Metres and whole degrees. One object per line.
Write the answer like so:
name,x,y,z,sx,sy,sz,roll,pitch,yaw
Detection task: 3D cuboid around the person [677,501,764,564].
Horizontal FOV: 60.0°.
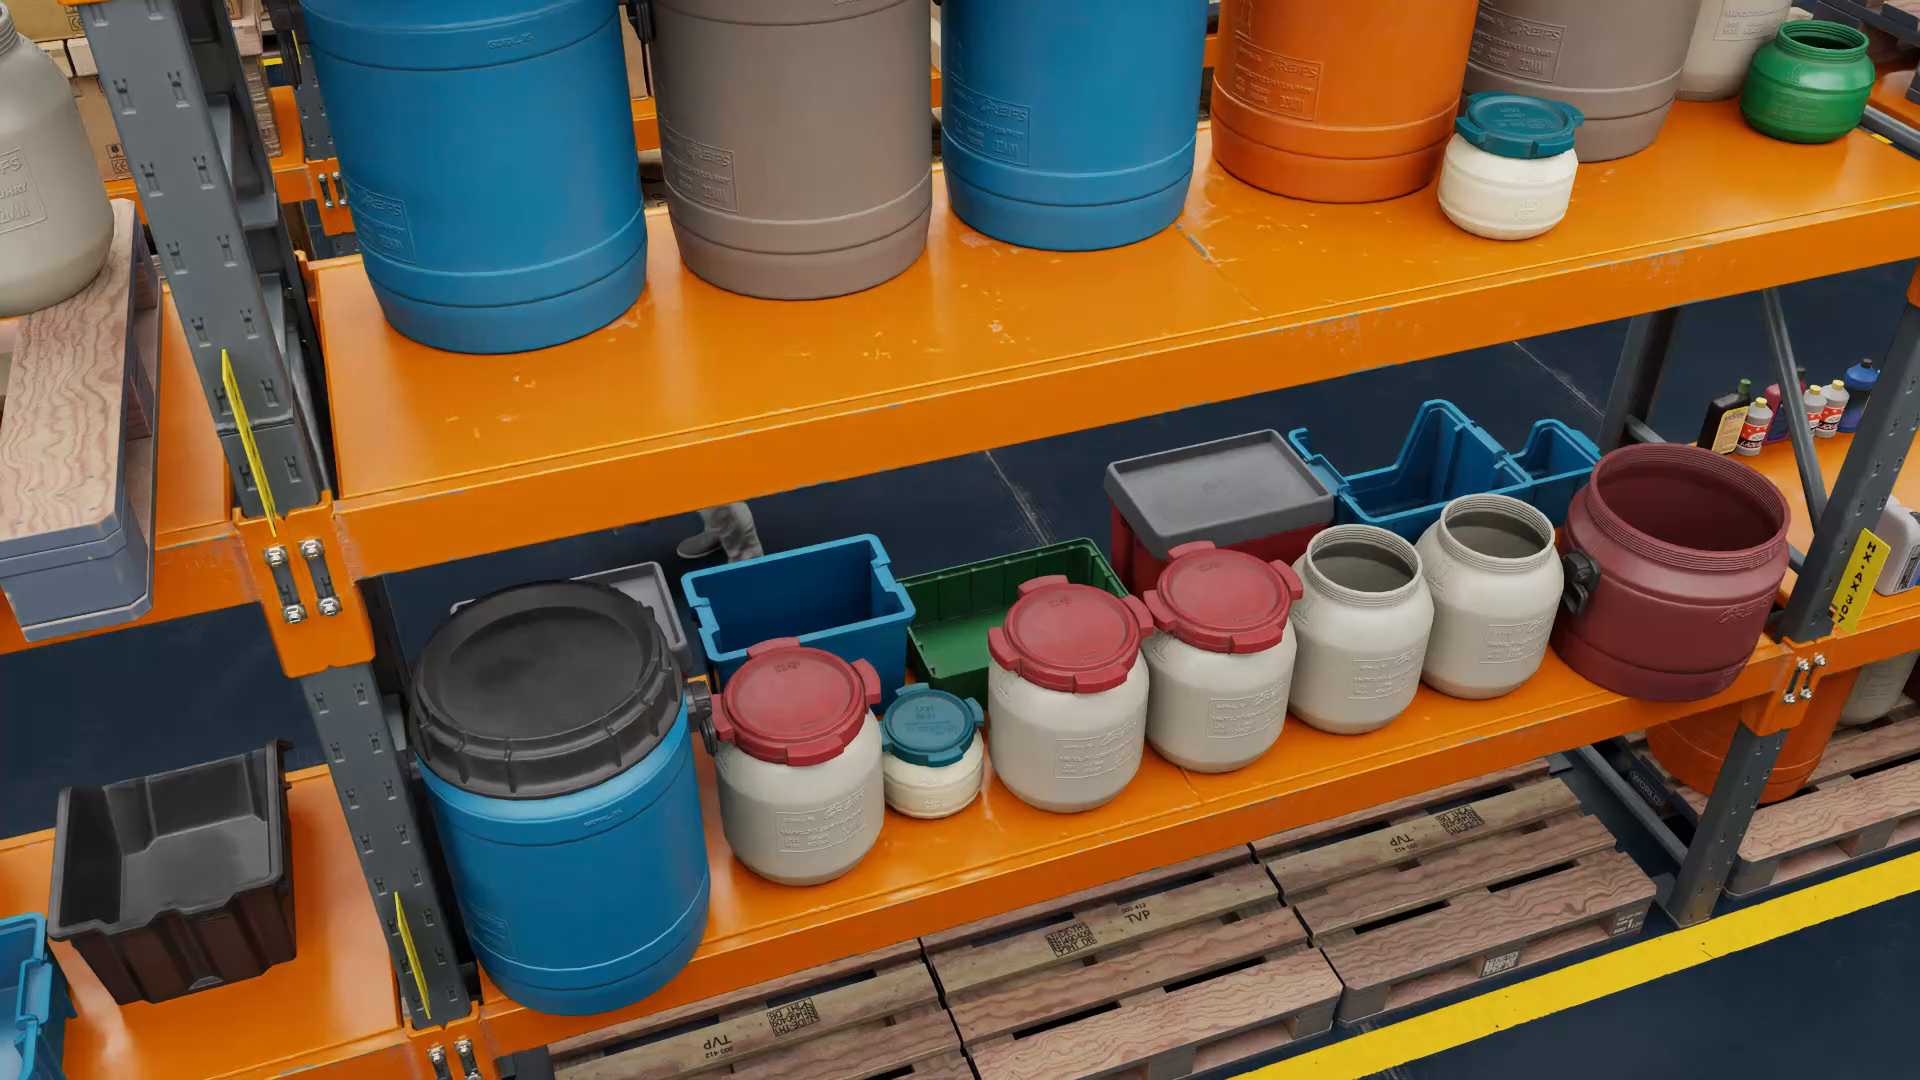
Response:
person,-1.183,-0.409,6.905,0.848,1.390,0.452,-14,40,-17
